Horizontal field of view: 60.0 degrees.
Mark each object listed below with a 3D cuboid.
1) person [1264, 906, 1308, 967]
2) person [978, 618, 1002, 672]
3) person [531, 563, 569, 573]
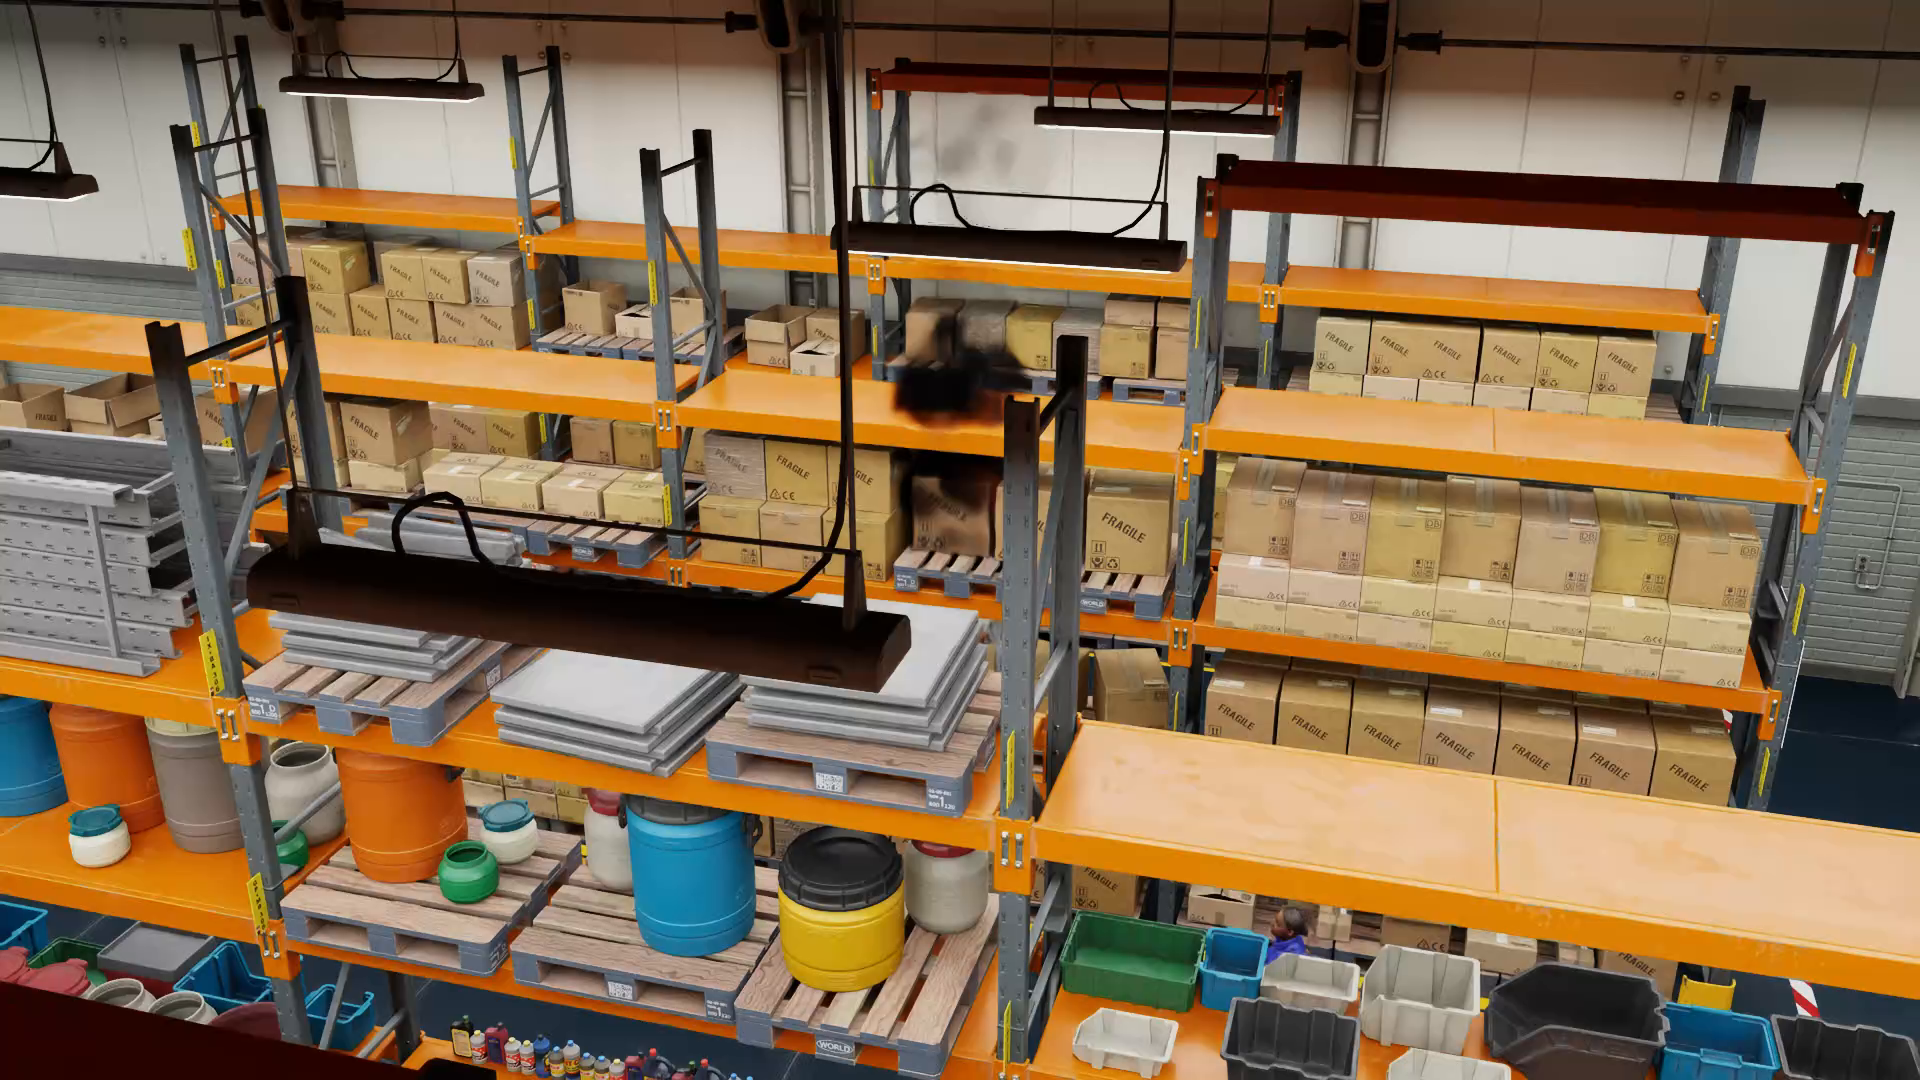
[{"bbox_3d":[2.156,3.183,11.131,0.530,1.519,0.555,3,23,6],"label":"person"},{"bbox_3d":[0.298,1.135,15.927,1.114,1.677,0.537,5,23,11],"label":"person"},{"bbox_3d":[-4.239,0.709,16.715,0.993,1.796,0.655,4,23,9],"label":"person"}]
